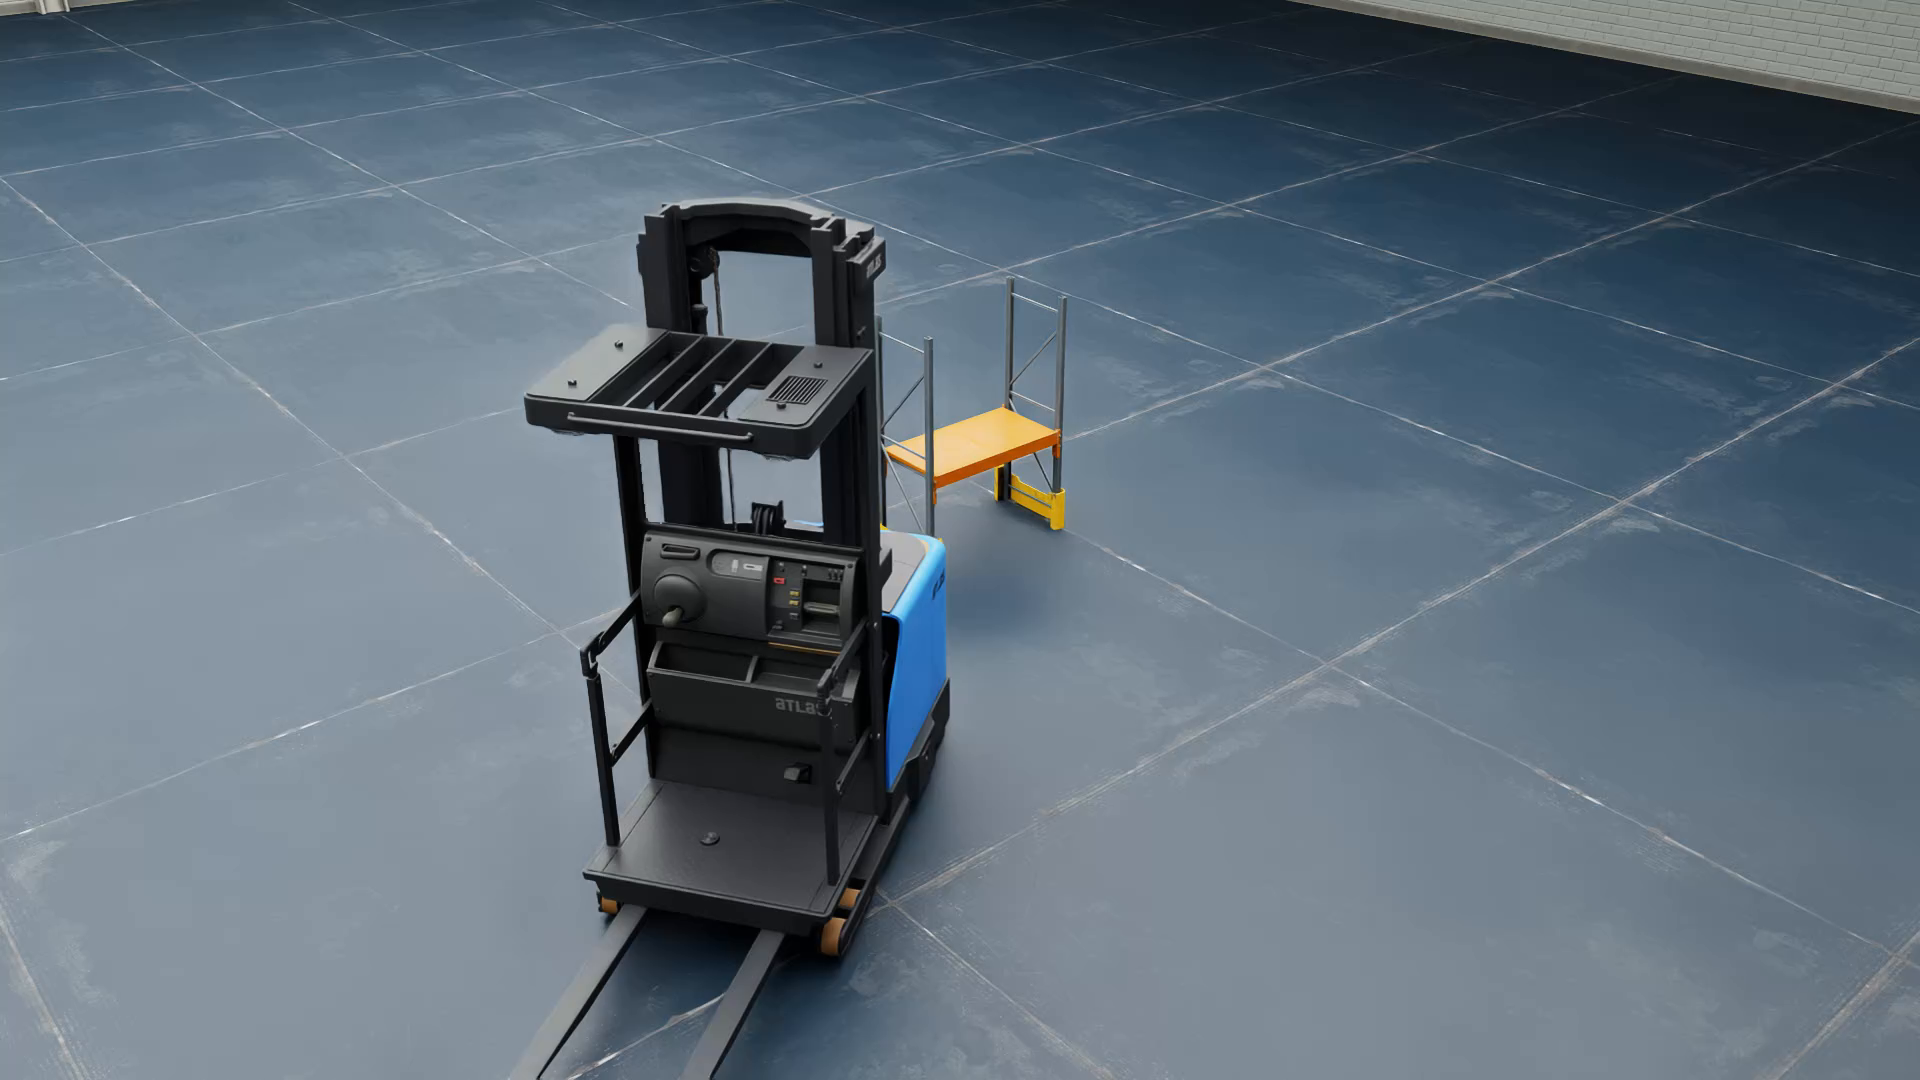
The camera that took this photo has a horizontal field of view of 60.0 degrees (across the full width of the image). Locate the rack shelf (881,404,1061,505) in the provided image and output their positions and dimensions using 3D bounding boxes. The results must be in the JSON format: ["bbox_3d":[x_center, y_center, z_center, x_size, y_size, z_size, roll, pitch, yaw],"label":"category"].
[{"bbox_3d":[0.065,-0.529,10.030,1.000,0.185,0.538,-22,35,-35],"label":"rack shelf"}]

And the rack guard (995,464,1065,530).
[{"bbox_3d":[0.437,-0.286,10.520,0.087,0.250,0.587,-22,35,-35],"label":"rack guard"}]

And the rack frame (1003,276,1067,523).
[{"bbox_3d":[0.452,-0.843,10.236,0.032,1.500,0.500,-22,35,-35],"label":"rack frame"}]

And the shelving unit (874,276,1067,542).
[{"bbox_3d":[0.058,-0.685,9.940,1.083,1.500,0.587,-22,35,-35],"label":"shelving unit"}]

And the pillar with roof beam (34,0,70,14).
[{"bbox_3d":[-11.003,-10.473,20.300,0.400,9.000,9.100,-22,35,-35],"label":"pillar with roof beam"}]

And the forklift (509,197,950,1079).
[{"bbox_3d":[-0.929,0.251,6.670,1.130,2.935,3.031,7,29,13],"label":"forklift"}]

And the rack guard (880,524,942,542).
[{"bbox_3d":[-0.321,0.019,9.950,0.087,0.250,0.587,-22,35,-35],"label":"rack guard"}]

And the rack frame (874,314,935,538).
[{"bbox_3d":[-0.322,-0.532,9.654,0.032,1.500,0.500,-22,35,-35],"label":"rack frame"}]
